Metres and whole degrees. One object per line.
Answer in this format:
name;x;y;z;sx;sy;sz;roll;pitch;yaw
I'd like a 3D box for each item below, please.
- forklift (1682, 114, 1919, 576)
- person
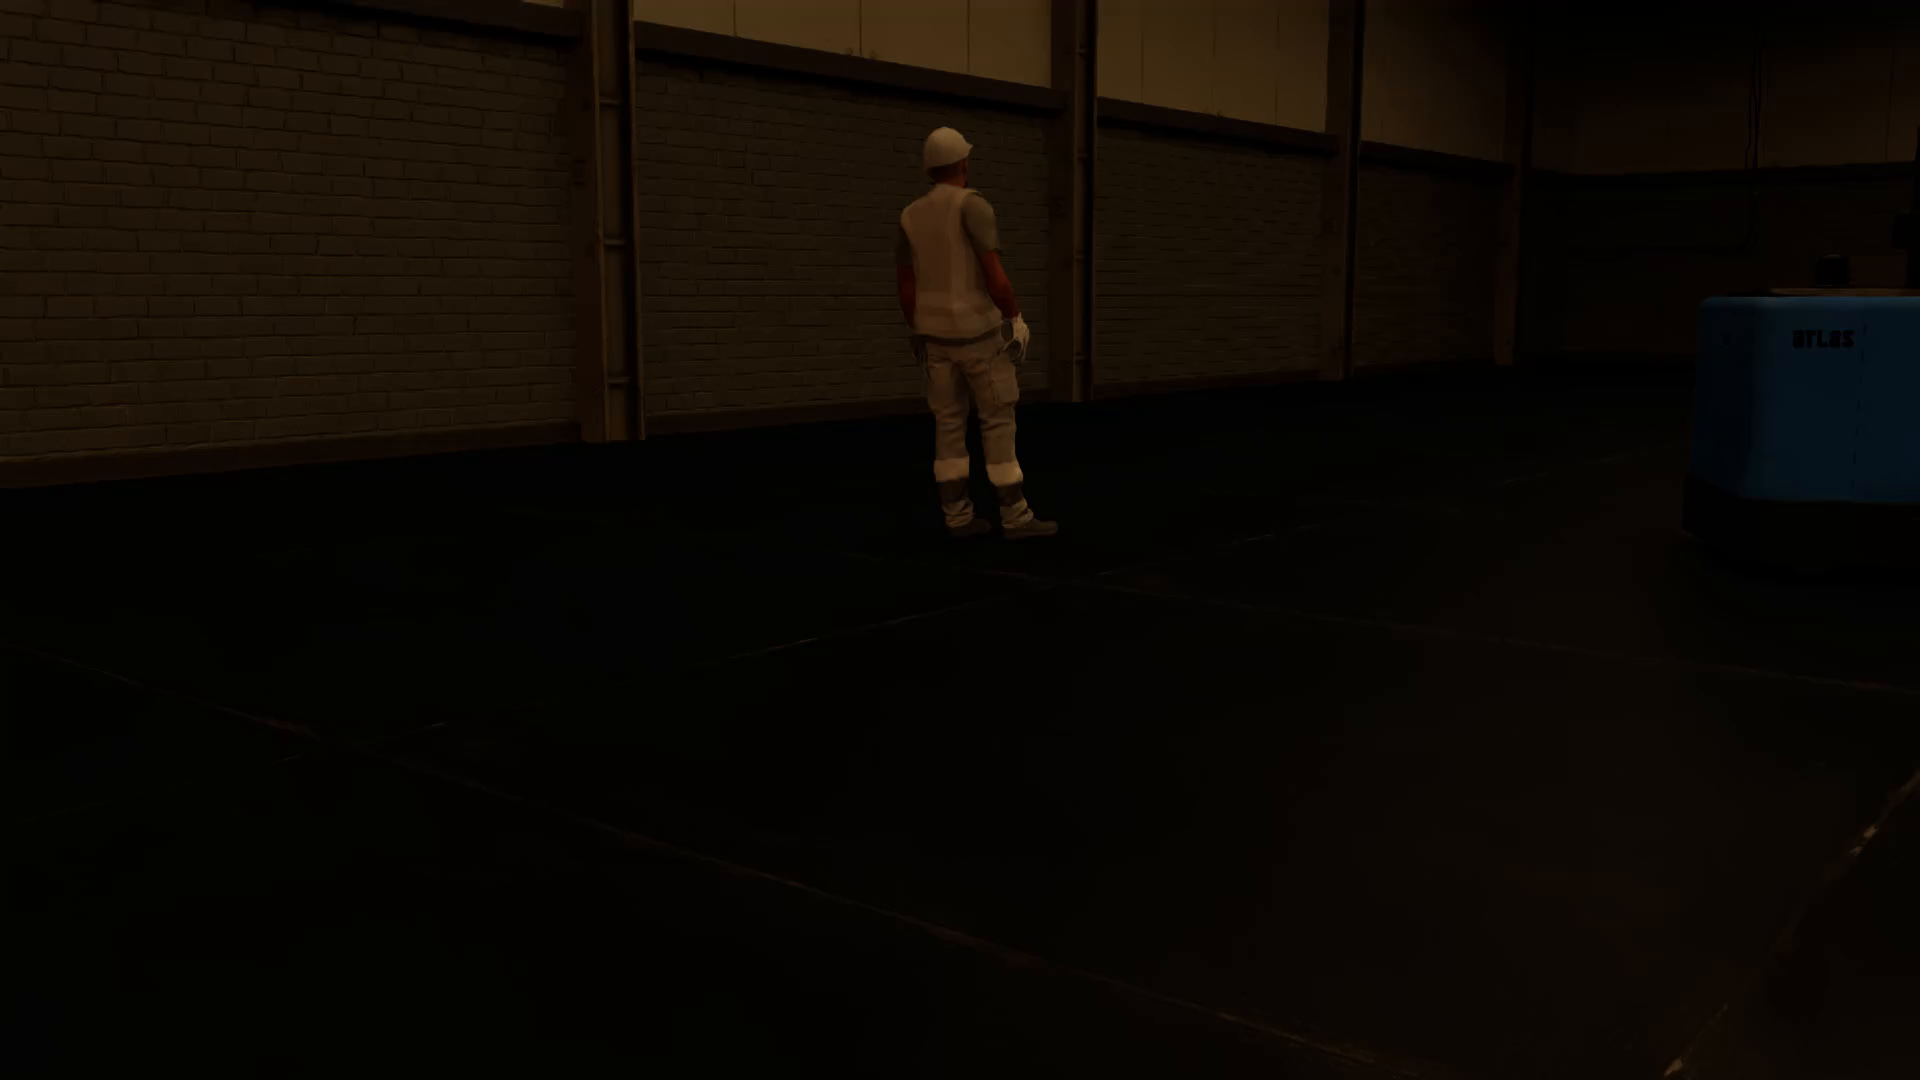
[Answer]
forklift;4.558;-1.327;6.354;3.031;2.935;1.130;2;8;10
person;0.059;-0.900;7.329;0.637;1.787;0.563;7;11;38
